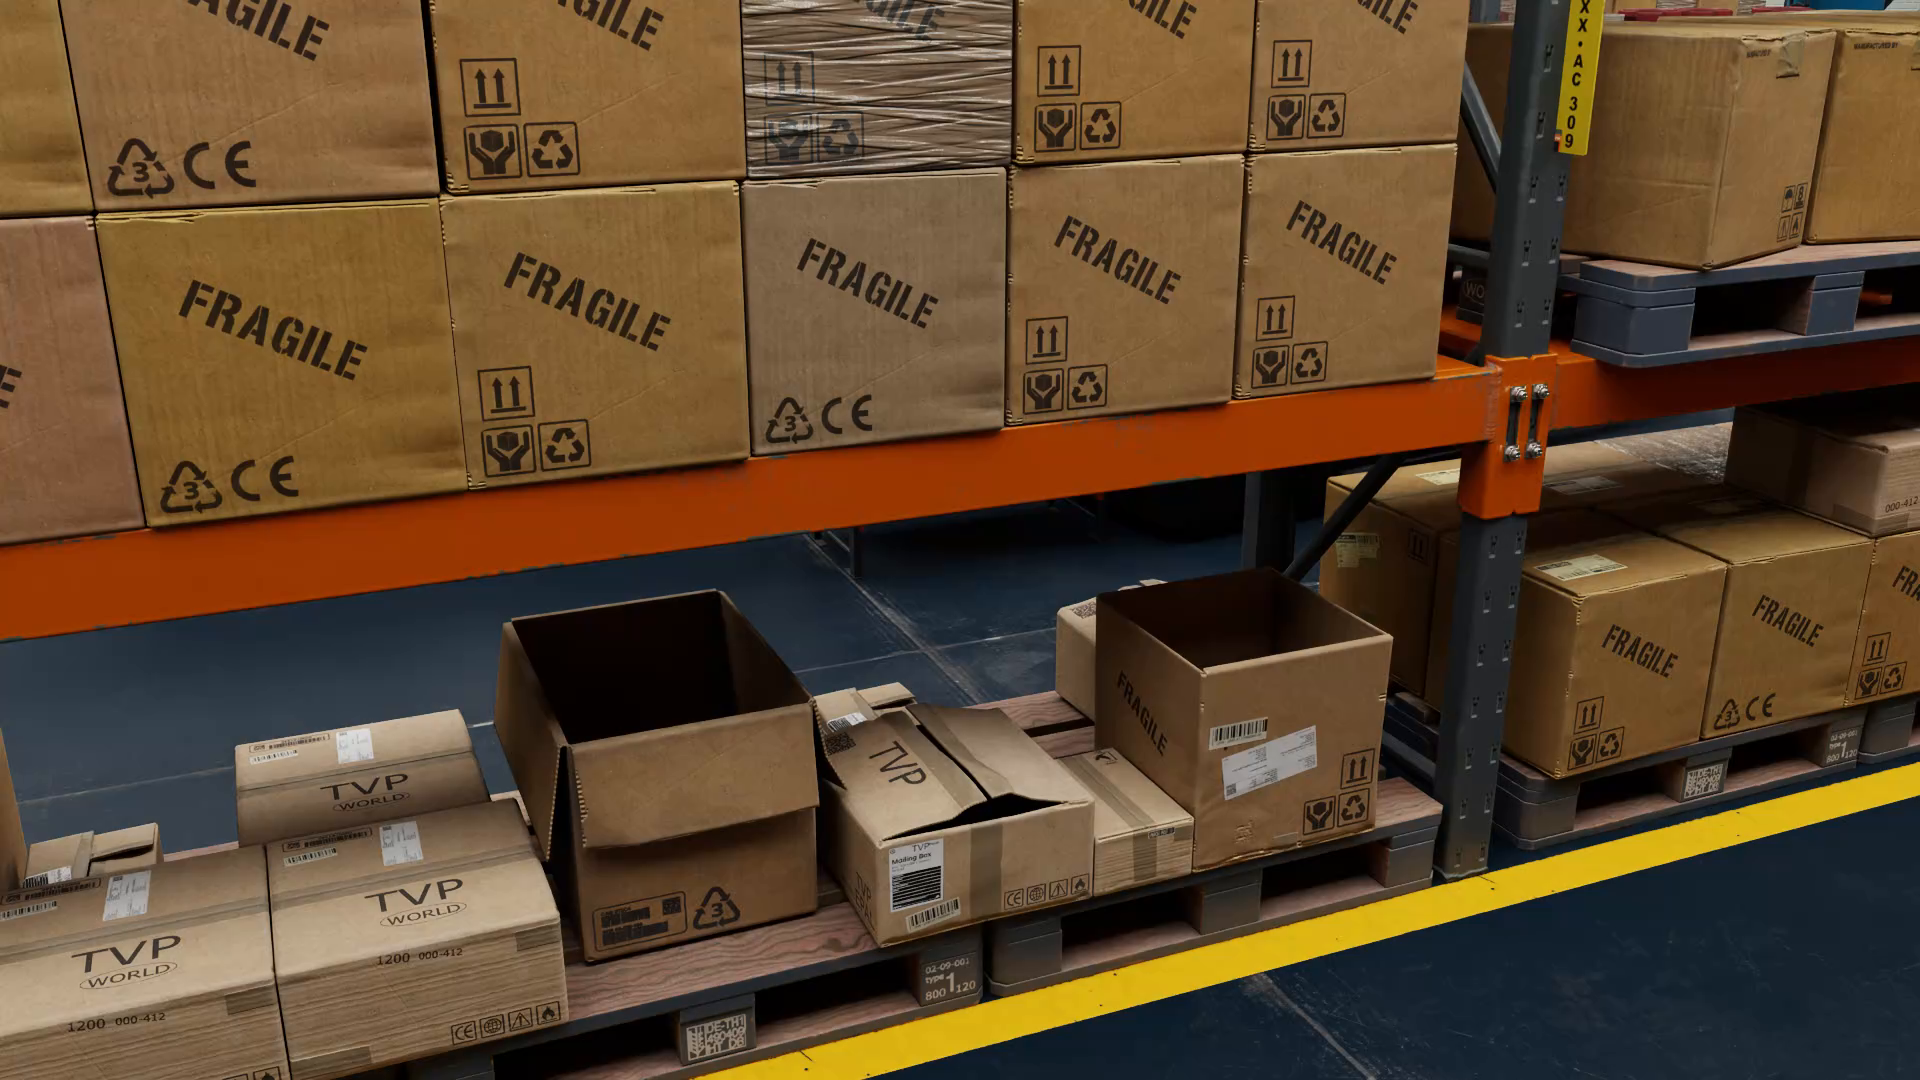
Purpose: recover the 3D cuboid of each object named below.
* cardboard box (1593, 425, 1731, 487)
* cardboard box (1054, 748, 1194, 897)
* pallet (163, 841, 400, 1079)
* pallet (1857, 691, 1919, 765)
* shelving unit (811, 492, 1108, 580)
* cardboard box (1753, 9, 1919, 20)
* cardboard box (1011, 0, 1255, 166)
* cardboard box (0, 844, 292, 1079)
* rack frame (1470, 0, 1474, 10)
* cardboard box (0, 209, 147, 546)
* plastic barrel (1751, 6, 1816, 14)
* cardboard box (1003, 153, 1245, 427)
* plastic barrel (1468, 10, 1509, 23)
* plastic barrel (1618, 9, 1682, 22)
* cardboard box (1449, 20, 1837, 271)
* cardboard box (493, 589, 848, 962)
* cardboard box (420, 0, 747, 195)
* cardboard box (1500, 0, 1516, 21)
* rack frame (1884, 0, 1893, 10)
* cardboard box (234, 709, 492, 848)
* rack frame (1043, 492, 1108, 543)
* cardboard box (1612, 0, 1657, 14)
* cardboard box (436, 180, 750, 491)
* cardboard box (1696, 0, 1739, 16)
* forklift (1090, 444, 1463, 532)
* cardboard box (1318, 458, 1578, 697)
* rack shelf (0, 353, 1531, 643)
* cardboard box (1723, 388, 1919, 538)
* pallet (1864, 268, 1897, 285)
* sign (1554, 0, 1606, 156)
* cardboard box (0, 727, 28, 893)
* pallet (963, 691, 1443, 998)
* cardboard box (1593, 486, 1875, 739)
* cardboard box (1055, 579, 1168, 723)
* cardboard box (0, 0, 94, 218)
[{"bbox_3d":[2.320,-0.035,5.207,0.500,0.500,0.500,-8,21,-21],"label":"cardboard box"},{"bbox_3d":[0.332,0.640,3.817,0.250,0.149,0.380,-8,21,-22],"label":"cardboard box"},{"bbox_3d":[-1.808,1.000,3.363,1.213,0.211,1.003,-8,21,-22],"label":"pallet"},{"bbox_3d":[2.917,0.309,5.327,1.213,0.211,1.003,-8,21,-22],"label":"pallet"},{"bbox_3d":[-0.006,-0.530,6.333,1.048,1.125,0.538,-8,21,-22],"label":"shelving unit"},{"bbox_3d":[2.661,-1.223,4.695,0.500,0.500,0.700,-15,24,-36],"label":"cardboard box"},{"bbox_3d":[0.232,-1.031,3.278,0.500,0.500,0.500,-9,21,-23],"label":"cardboard box"},{"bbox_3d":[-1.539,0.839,3.101,0.500,0.250,0.500,-8,21,-22],"label":"cardboard box"},{"bbox_3d":[4.488,-4.800,15.638,0.127,3.000,1.000,-8,21,-22],"label":"rack frame"},{"bbox_3d":[-1.626,-0.294,2.691,0.500,0.500,0.500,-8,21,-22],"label":"cardboard box"},{"bbox_3d":[5.485,-3.295,11.158,0.433,0.535,0.433,0,19,0],"label":"plastic barrel"},{"bbox_3d":[0.233,-0.561,3.448,0.500,0.500,0.500,-8,21,-20],"label":"cardboard box"},{"bbox_3d":[3.083,-2.981,10.267,0.708,0.536,0.600,-8,21,-22],"label":"plastic barrel"},{"bbox_3d":[4.414,-3.141,10.722,0.433,0.535,0.433,0,19,0],"label":"plastic barrel"},{"bbox_3d":[1.587,-0.965,3.965,0.500,0.500,0.700,-17,26,-40],"label":"cardboard box"},{"bbox_3d":[-0.660,0.493,3.703,0.637,0.503,0.797,-8,21,-22],"label":"cardboard box"},{"bbox_3d":[-0.694,-0.899,2.903,0.500,0.500,0.500,-8,21,-22],"label":"cardboard box"},{"bbox_3d":[4.926,-5.028,15.686,0.500,0.500,0.875,-8,21,-22],"label":"cardboard box"},{"bbox_3d":[6.450,-3.290,11.348,0.127,3.000,1.000,-8,21,-22],"label":"rack frame"},{"bbox_3d":[-1.324,0.627,3.702,0.500,0.250,0.500,-8,21,-22],"label":"cardboard box"},{"bbox_3d":[0.461,-0.597,6.523,0.032,1.125,0.500,-8,21,-22],"label":"rack frame"},{"bbox_3d":[6.294,-5.232,16.268,0.500,0.500,0.875,-8,21,-22],"label":"cardboard box"},{"bbox_3d":[-0.705,-0.425,3.062,0.500,0.500,0.500,-8,21,-21],"label":"cardboard box"},{"bbox_3d":[7.233,-5.347,16.594,0.500,0.500,0.875,-8,21,-22],"label":"cardboard box"},{"bbox_3d":[1.813,-1.764,7.120,3.031,2.935,1.130,-12,23,-30],"label":"forklift"},{"bbox_3d":[1.403,0.093,4.842,0.500,0.500,0.500,-8,21,-22],"label":"cardboard box"},{"bbox_3d":[-0.773,-0.124,3.440,4.000,0.370,1.077,-8,21,-22],"label":"rack shelf"},{"bbox_3d":[2.522,-0.229,4.629,0.500,0.250,0.500,-8,21,-22],"label":"cardboard box"},{"bbox_3d":[2.952,-0.905,4.863,1.213,0.211,1.003,-8,21,-22],"label":"pallet"},{"bbox_3d":[1.285,-0.970,3.457,0.005,0.325,0.100,-8,21,-22],"label":"sign"},{"bbox_3d":[-2.208,0.625,3.332,0.500,0.500,0.500,-8,21,-22],"label":"cardboard box"},{"bbox_3d":[0.432,0.679,4.275,1.213,0.211,1.003,-8,21,-22],"label":"pallet"},{"bbox_3d":[2.089,0.183,4.588,0.500,0.500,0.500,-8,21,-21],"label":"cardboard box"},{"bbox_3d":[0.592,0.324,4.472,0.500,0.311,0.500,-8,21,-22],"label":"cardboard box"},{"bbox_3d":[-1.621,-0.768,2.530,0.500,0.500,0.500,-8,21,-21],"label":"cardboard box"}]
